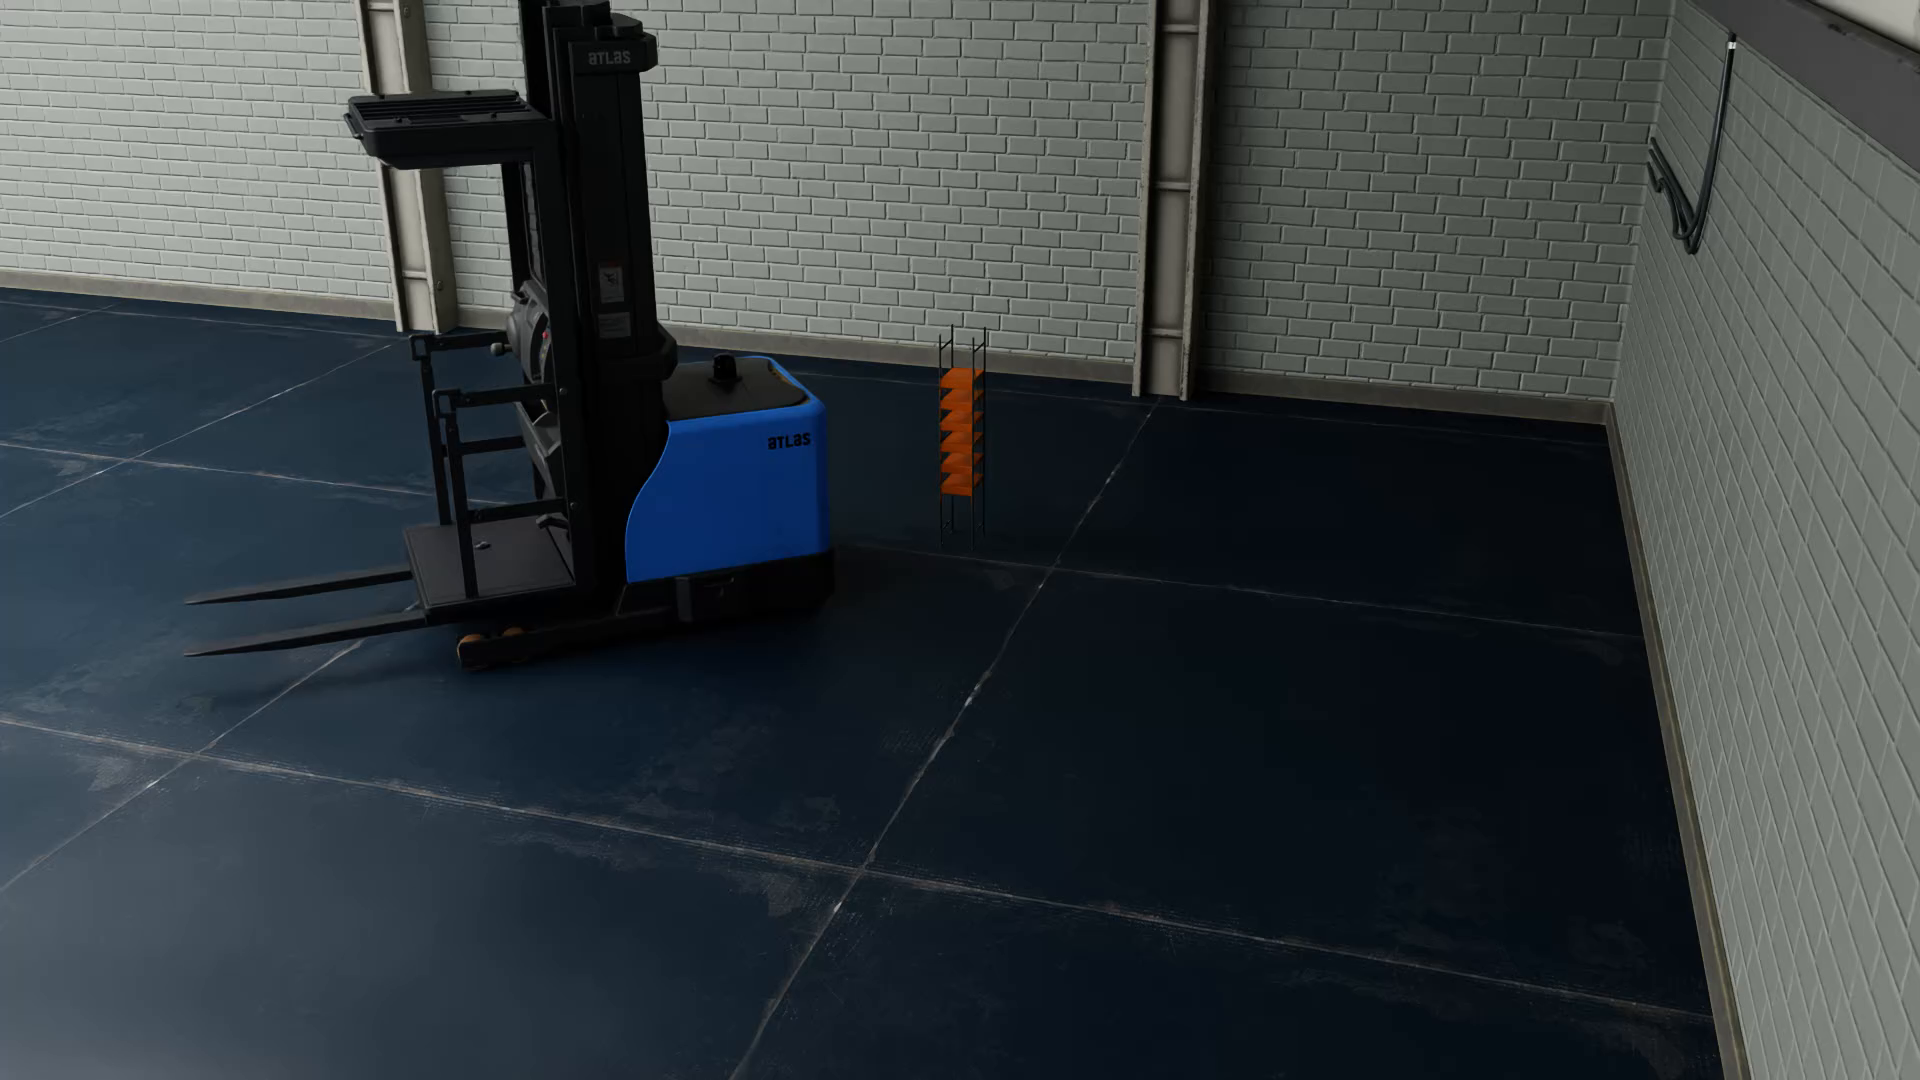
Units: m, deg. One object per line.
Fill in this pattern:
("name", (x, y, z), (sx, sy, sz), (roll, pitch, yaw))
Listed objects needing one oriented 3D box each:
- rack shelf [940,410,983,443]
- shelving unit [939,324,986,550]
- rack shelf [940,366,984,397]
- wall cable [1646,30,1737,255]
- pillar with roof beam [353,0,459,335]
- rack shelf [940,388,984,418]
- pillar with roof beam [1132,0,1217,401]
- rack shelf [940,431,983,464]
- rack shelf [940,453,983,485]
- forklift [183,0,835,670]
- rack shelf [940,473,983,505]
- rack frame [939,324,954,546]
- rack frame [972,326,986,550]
("rack shelf", (0.014, -0.623, 9.010), (0.180, 0.103, 0.258), (7, 23, 15))
("shelving unit", (0.014, -0.554, 9.038), (0.189, 1.200, 0.258), (7, 23, 15))
("rack shelf", (0.014, -0.845, 8.919), (0.180, 0.103, 0.258), (7, 23, 15))
("wall cable", (3.889, -2.978, 8.764), (0.112, 2.526, 3.097), (7, 23, 16))
("pillar with roof beam", (-5.537, -4.312, 7.924), (0.400, 9.000, 9.100), (7, 23, 16))
("rack shelf", (0.014, -0.734, 8.964), (0.180, 0.103, 0.258), (7, 23, 15))
("pillar with roof beam", (0.207, -3.654, 6.320), (0.400, 9.000, 9.100), (7, 23, 16))
("rack shelf", (0.014, -0.512, 9.055), (0.180, 0.103, 0.258), (7, 23, 15))
("rack shelf", (0.014, -0.401, 9.101), (0.180, 0.103, 0.258), (7, 23, 15))
("forklift", (-2.203, -0.974, 7.781), (3.031, 2.935, 1.130), (-9, 24, -21))
("rack shelf", (0.014, -0.290, 9.146), (0.180, 0.103, 0.258), (7, 23, 15))
("rack frame", (-0.074, -0.564, 9.063), (0.006, 1.200, 0.240), (7, 23, 15))
("rack frame", (0.101, -0.543, 9.014), (0.006, 1.200, 0.240), (7, 23, 15))
